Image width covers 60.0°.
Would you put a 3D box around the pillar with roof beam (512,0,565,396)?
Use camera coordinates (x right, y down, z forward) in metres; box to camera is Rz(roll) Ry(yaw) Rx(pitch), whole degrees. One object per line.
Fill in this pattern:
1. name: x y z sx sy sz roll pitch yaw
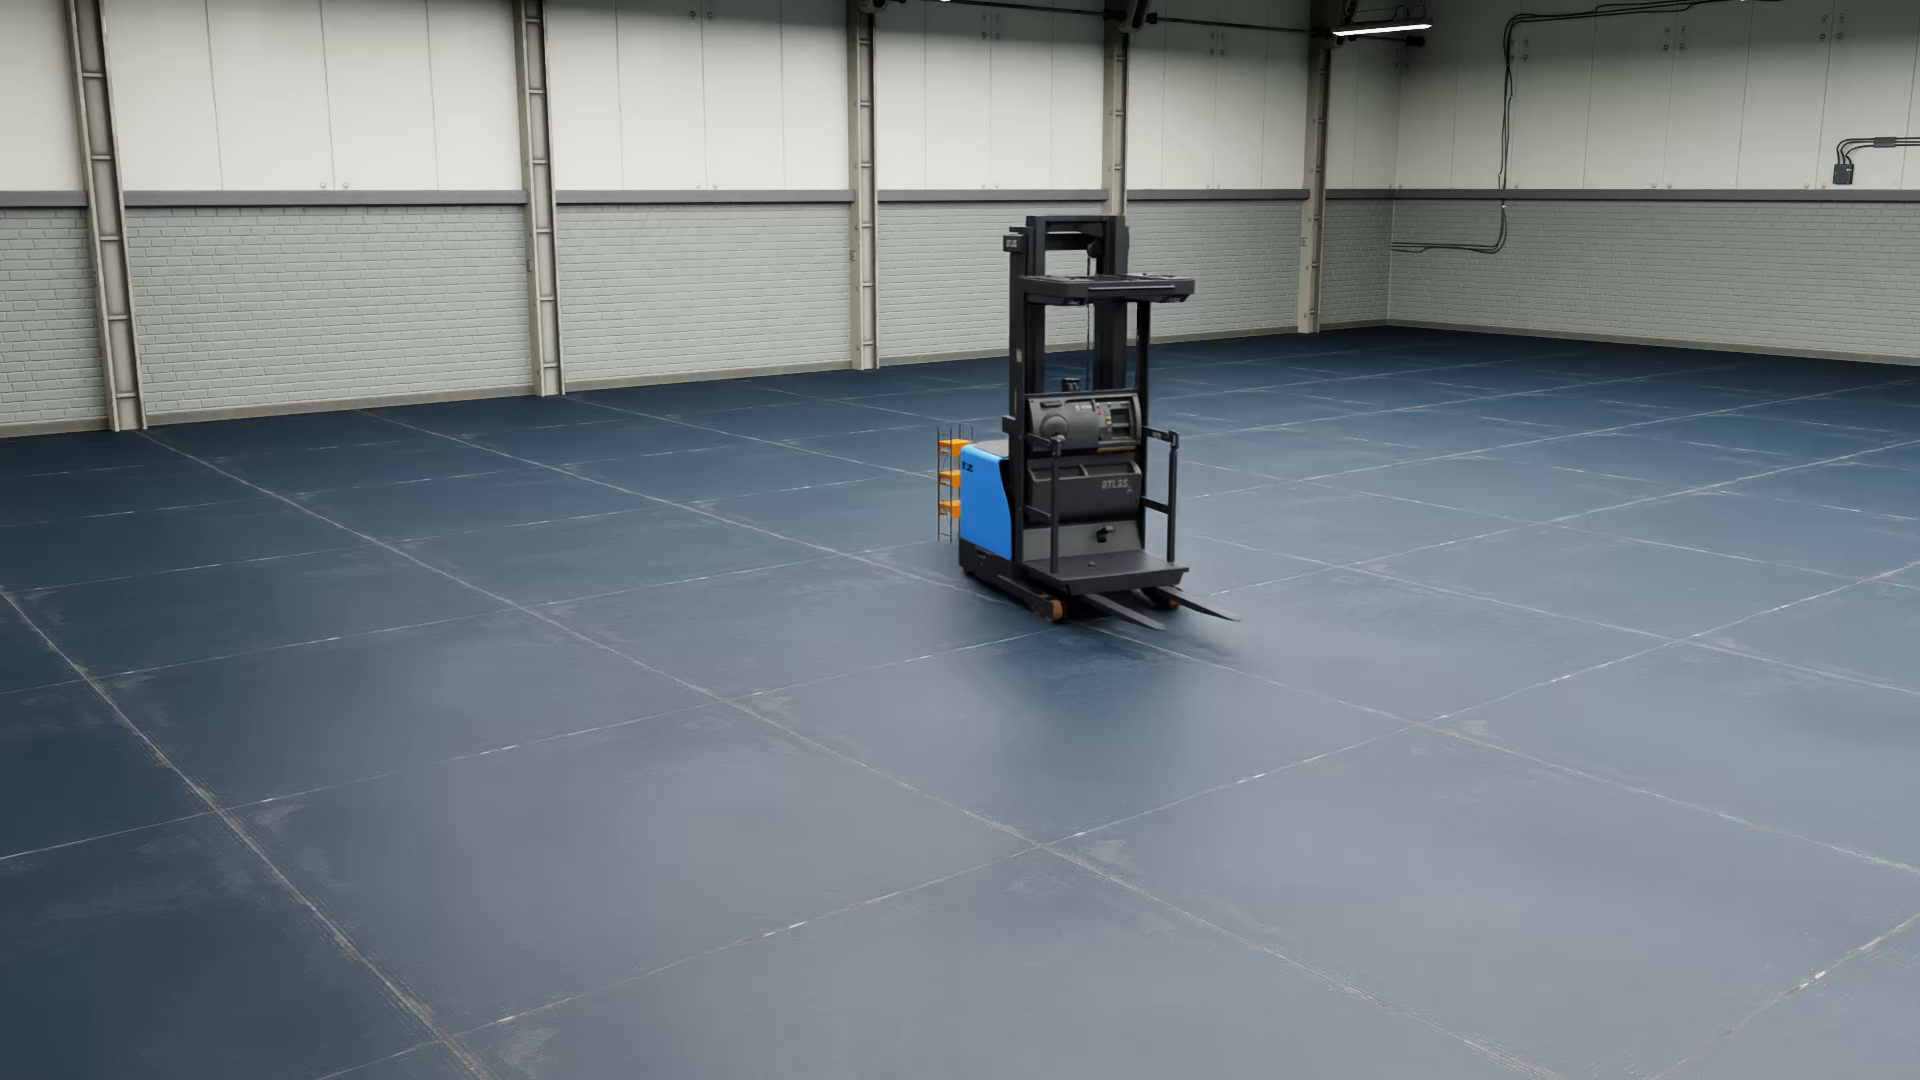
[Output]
1. pillar with roof beam: -3.672 -5.960 21.533 0.400 9.000 9.100 -9 15 -38

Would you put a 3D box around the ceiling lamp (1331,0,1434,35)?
1. ceiling lamp: 7.643 -10.578 29.225 0.800 3.185 2.000 -9 15 -38

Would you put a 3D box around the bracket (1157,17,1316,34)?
1. bracket: 5.579 -10.309 33.348 4.783 0.066 0.076 -9 15 -38

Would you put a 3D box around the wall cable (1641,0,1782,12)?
1. wall cable: 14.443 -11.398 31.506 0.112 2.526 3.097 -9 15 -38

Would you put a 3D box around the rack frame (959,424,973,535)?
1. rack frame: 0.053 -0.522 15.062 0.008 1.050 0.200 -9 15 -38

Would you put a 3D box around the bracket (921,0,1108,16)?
1. bracket: 0.894 -9.531 29.681 4.783 0.066 0.076 -9 15 -38

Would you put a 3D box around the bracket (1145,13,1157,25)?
1. bracket: 3.554 -9.973 31.763 0.430 0.232 0.235 -9 15 -38

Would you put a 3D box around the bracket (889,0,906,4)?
1. bracket: -1.131 -9.194 28.096 0.430 0.232 0.235 -9 15 -38

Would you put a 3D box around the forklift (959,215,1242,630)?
1. forklift: 1.039 -0.928 12.443 1.130 2.935 3.031 -5 13 -23

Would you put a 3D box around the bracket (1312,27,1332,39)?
1. bracket: 7.591 -10.643 34.922 0.430 0.232 0.235 -9 15 -38

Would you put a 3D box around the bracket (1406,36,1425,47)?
1. bracket: 10.090 -11.059 36.877 0.430 0.232 0.235 -9 15 -38

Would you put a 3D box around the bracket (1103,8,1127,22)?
1. bracket: 2.906 -9.865 31.255 0.430 0.232 0.235 -9 15 -38

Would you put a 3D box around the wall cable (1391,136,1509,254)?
1. wall cable: 10.820 -7.643 36.933 0.112 2.526 3.097 -9 15 -38

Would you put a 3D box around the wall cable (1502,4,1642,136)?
1. wall cable: 12.510 -9.675 34.342 0.112 2.526 3.097 -9 15 -38

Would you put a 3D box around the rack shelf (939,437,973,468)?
1. rack shelf: -0.042 -0.774 14.930 0.240 0.259 0.215 -9 15 -38

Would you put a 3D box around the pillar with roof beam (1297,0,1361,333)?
1. pillar with roof beam: 10.383 -8.296 32.532 0.548 9.000 9.100 -9 15 -38

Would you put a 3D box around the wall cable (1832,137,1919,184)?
1. wall cable: 16.738 -9.284 28.997 0.169 6.003 2.305 -9 15 -38

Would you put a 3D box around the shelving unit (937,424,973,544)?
1. shelving unit: -0.042 -0.507 14.987 0.252 1.050 0.215 -9 15 -38

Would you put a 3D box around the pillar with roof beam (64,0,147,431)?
1. pillar with roof beam: -8.358 -5.182 17.866 0.400 9.000 9.100 -9 15 -38

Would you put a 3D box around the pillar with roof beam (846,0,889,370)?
1. pillar with roof beam: 1.013 -6.739 25.199 0.548 9.000 9.100 -9 15 -38

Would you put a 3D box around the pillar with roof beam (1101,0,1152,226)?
1. pillar with roof beam: 5.698 -7.517 28.866 0.548 9.000 9.100 -9 15 -38

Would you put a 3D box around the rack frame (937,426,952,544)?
1. rack frame: -0.137 -0.491 14.912 0.008 1.050 0.200 -9 15 -38

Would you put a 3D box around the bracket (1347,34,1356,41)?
1. bracket: 8.239 -10.751 35.429 0.430 0.232 0.235 -9 15 -38

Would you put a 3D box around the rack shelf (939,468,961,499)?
1. rack shelf: -0.042 -0.496 14.989 0.240 0.259 0.215 -9 15 -38

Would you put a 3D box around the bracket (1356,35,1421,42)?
1. bracket: 9.629 -10.982 36.517 3.189 0.066 0.076 -9 15 -38

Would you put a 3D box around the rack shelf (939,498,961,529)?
1. rack shelf: -0.042 -0.224 15.047 0.240 0.259 0.215 -9 15 -38
